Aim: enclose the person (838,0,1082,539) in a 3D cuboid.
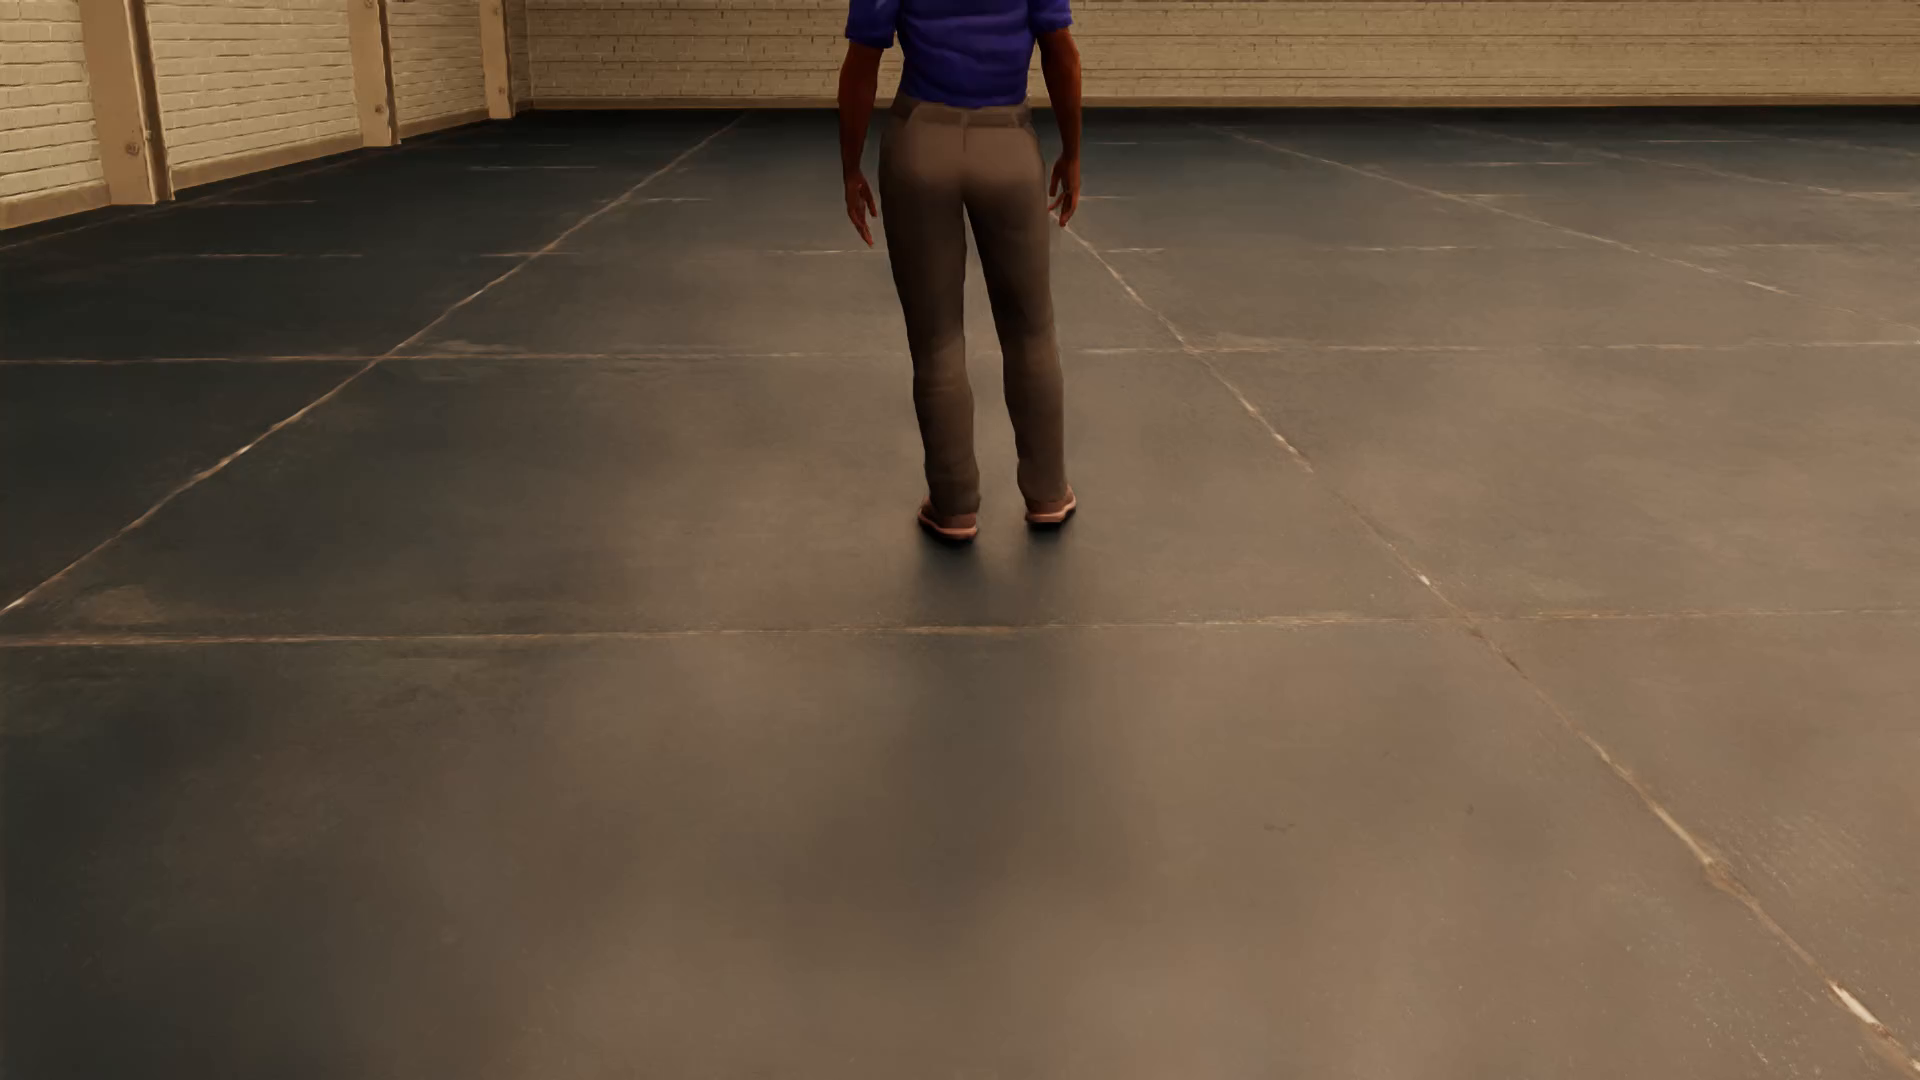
[{"bbox_3d":[0.015,-0.824,3.759,0.570,1.654,0.503,-1,17,-3],"label":"person"}]
